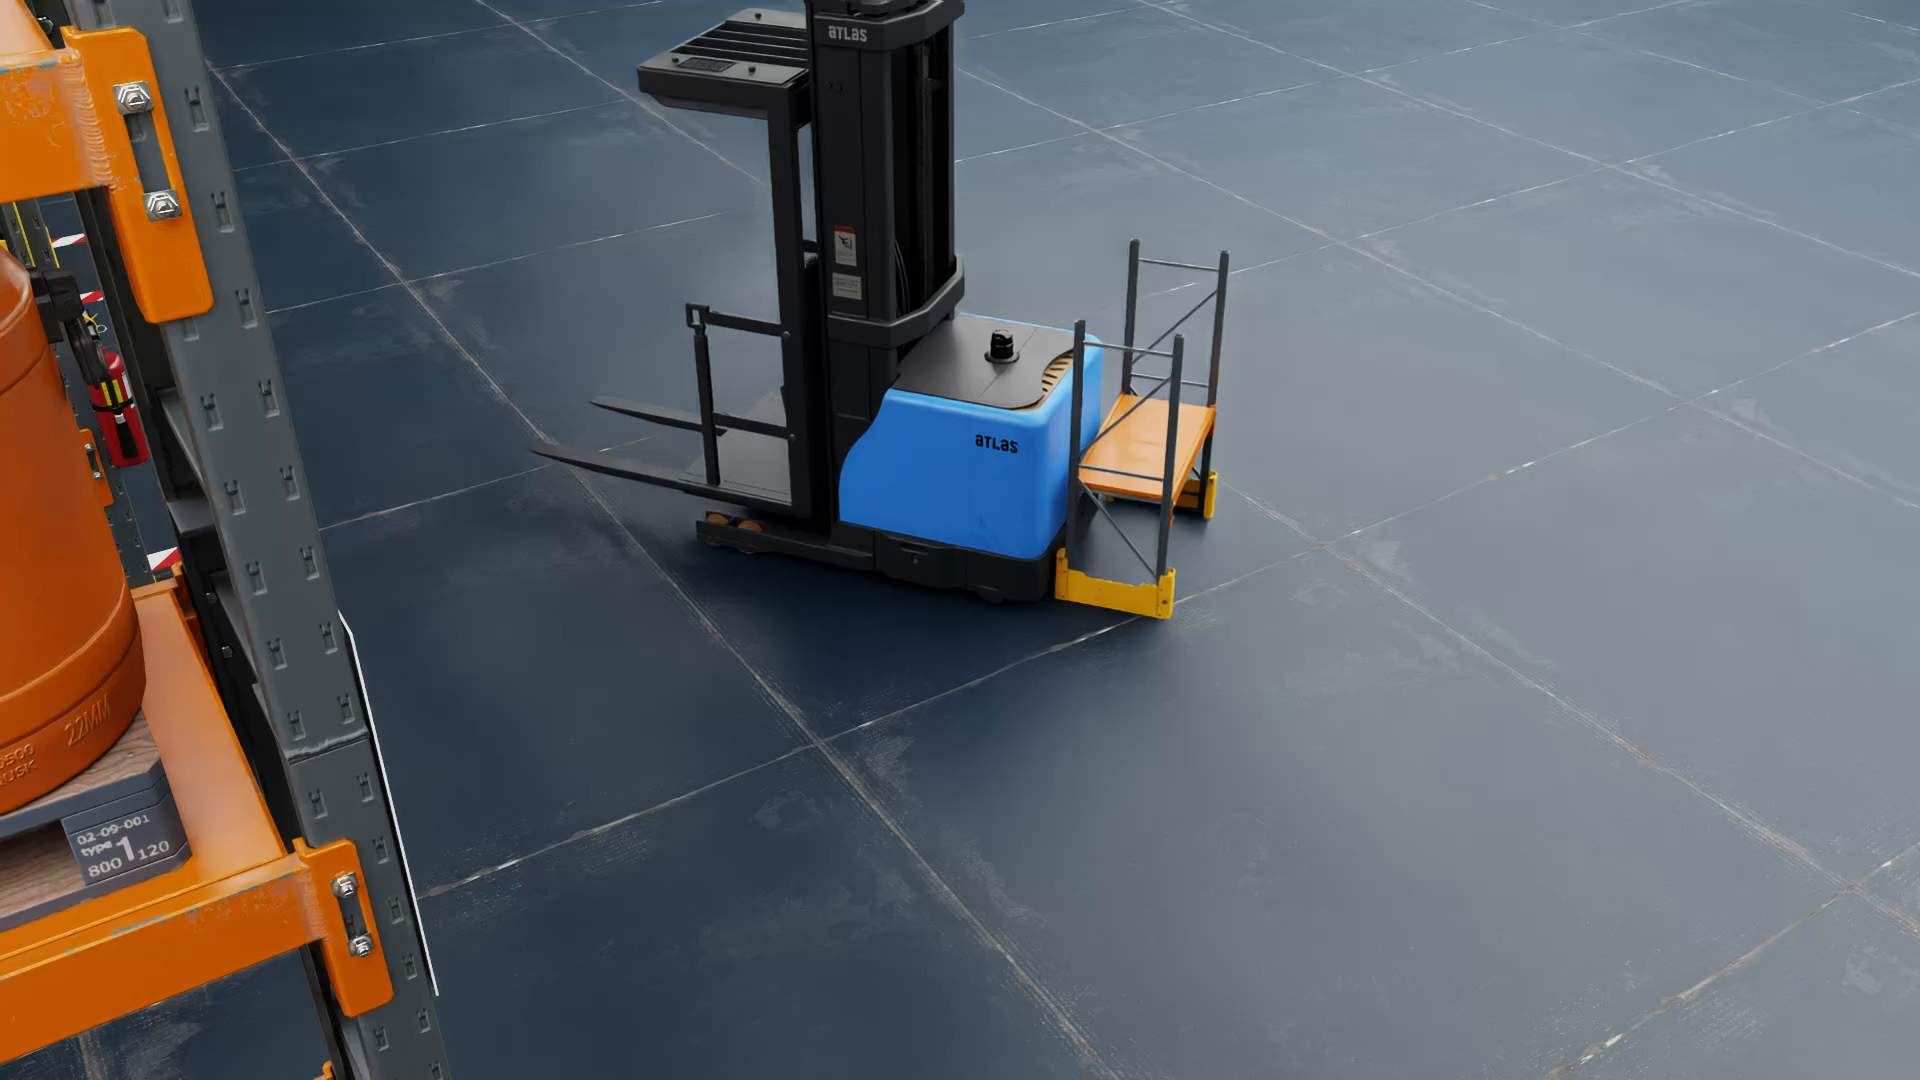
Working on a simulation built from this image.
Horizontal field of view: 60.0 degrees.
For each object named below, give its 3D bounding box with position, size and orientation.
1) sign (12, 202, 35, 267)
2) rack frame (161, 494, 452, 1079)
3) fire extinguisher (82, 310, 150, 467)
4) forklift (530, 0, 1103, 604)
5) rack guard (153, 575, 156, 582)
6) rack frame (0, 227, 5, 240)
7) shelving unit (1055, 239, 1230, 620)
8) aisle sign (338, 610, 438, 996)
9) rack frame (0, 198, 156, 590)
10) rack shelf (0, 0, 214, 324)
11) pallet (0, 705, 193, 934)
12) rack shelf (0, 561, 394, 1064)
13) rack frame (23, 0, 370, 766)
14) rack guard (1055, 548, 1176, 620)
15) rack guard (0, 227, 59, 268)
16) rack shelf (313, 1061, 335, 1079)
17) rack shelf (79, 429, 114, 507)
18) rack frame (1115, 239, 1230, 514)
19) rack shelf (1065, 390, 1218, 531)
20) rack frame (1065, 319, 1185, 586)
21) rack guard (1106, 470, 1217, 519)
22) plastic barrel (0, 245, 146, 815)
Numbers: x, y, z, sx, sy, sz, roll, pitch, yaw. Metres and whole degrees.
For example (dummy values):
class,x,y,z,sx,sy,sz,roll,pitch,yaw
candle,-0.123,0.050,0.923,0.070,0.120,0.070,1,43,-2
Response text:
class,x,y,z,sx,sy,sz,roll,pitch,yaw
sign,-3.657,-1.214,6.482,0.005,0.325,0.100,-19,37,-27
rack frame,-1.257,1.376,3.758,0.127,3.000,1.000,-19,37,-27
fire extinguisher,-3.595,-0.639,7.024,0.183,0.674,0.296,-19,37,-27
forklift,-0.834,-1.416,8.248,3.031,2.935,1.130,12,34,18
rack guard,-4.004,0.234,7.911,0.348,0.500,1.175,-19,37,-27
rack frame,-6.543,-3.099,10.851,0.127,3.000,1.000,-19,37,-27
shelving unit,0.921,-0.565,8.239,0.587,1.500,1.083,11,34,16
aisle sign,-1.036,0.388,2.886,0.004,0.787,0.394,-19,37,-27
rack frame,-3.941,-0.845,7.279,0.127,3.000,1.000,-19,37,-27
rack shelf,-2.938,-0.110,1.539,4.000,0.370,1.077,-19,37,-27
pallet,-2.005,0.382,2.698,1.213,0.211,1.003,-19,37,-27
rack shelf,-2.938,0.989,2.233,4.000,0.370,1.077,-19,37,-27
rack frame,-1.257,-1.162,2.157,0.127,3.000,1.000,-19,37,-27
rack guard,0.758,0.215,8.175,0.587,0.250,0.087,11,34,16
rack guard,-6.523,-2.049,11.529,0.348,0.500,1.175,-19,37,-27
rack shelf,-2.938,2.258,3.033,4.000,0.370,1.077,-19,37,-27
rack shelf,-5.622,0.037,6.554,4.000,0.370,1.077,-19,37,-27
rack frame,1.091,-0.826,8.653,0.500,1.500,0.032,11,34,16
rack shelf,0.924,-0.417,8.342,0.538,0.185,1.000,11,34,16
rack frame,0.758,-0.313,7.840,0.500,1.500,0.032,11,34,16
rack guard,1.084,-0.287,8.971,0.587,0.250,0.087,11,34,16
plastic barrel,-1.597,-0.055,2.418,0.708,0.830,0.600,-19,37,-27
